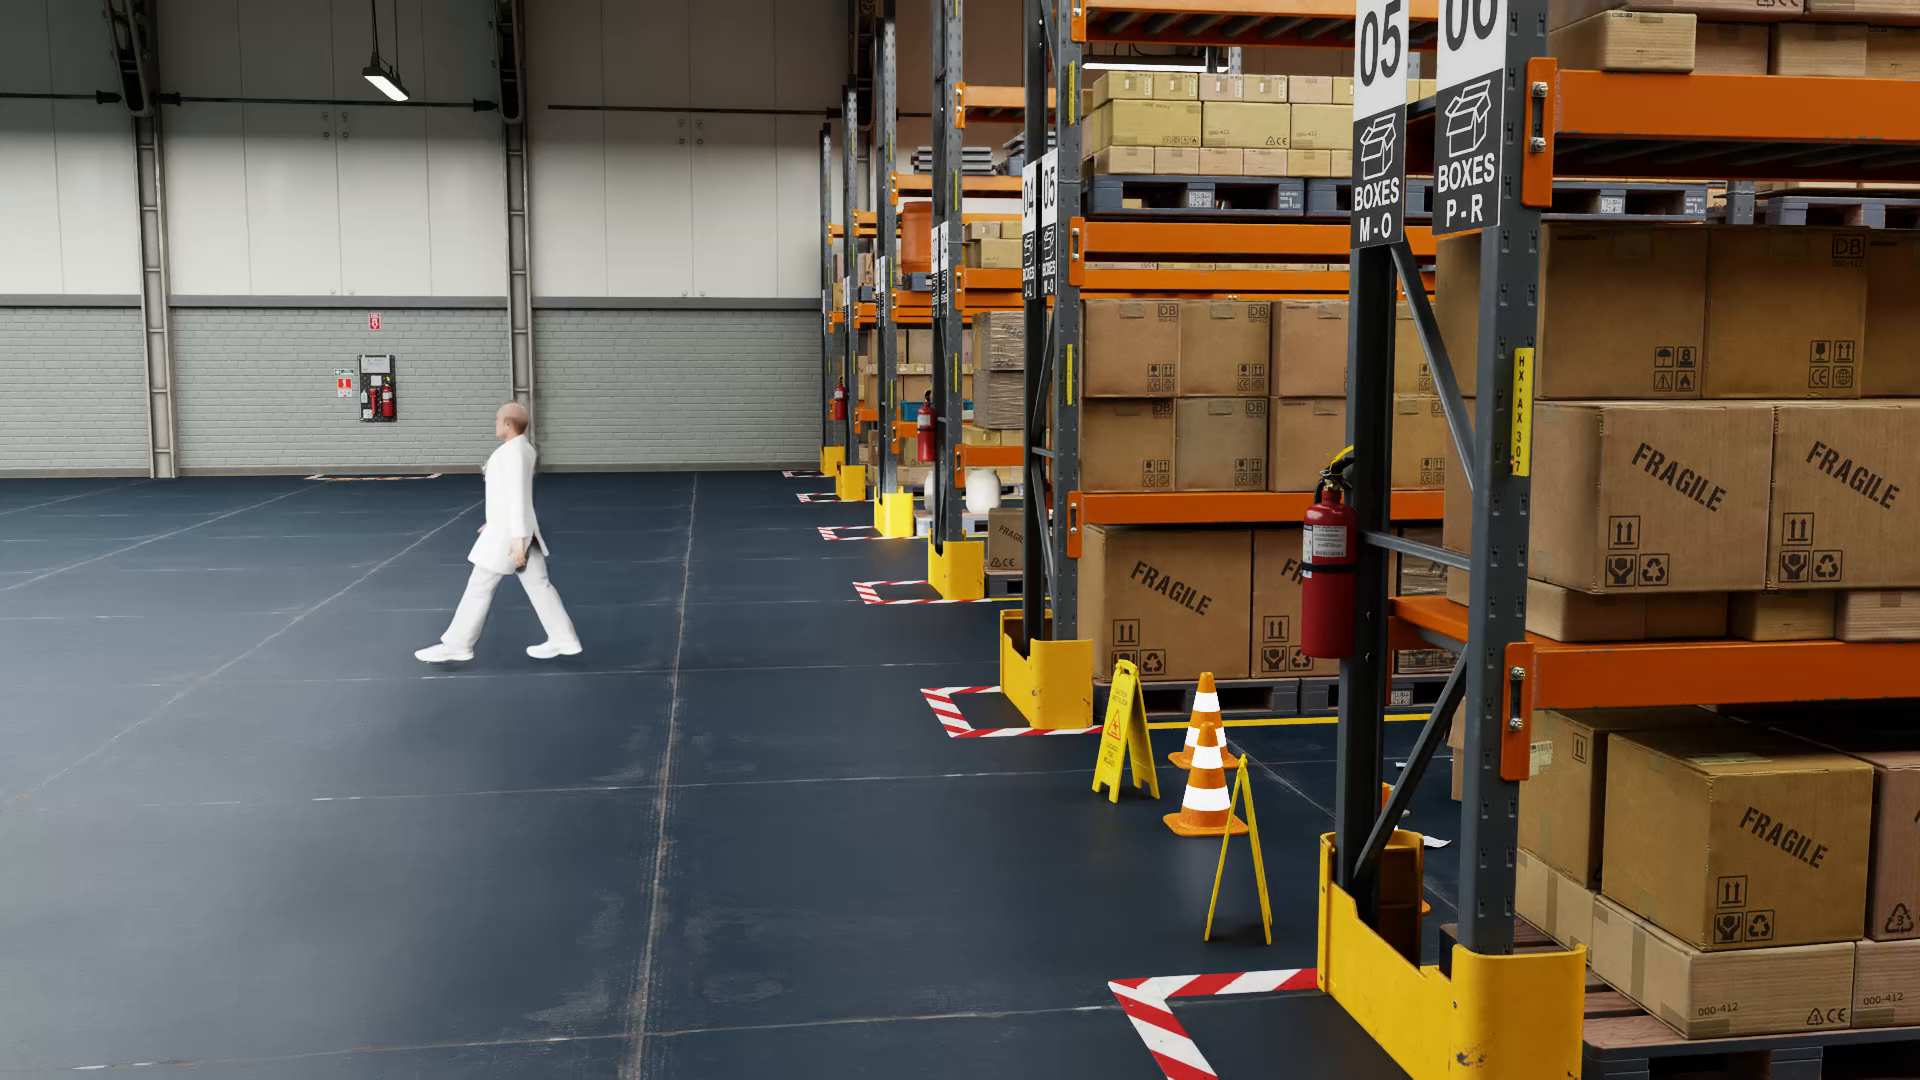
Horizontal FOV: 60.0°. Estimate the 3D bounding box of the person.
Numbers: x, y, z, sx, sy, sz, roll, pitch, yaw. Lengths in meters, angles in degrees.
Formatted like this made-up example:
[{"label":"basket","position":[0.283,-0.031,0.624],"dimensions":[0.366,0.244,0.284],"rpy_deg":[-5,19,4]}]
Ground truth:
[{"label":"person","position":[-3.098,-0.056,11.166],"dimensions":[1.071,1.723,0.622],"rpy_deg":[0,6,1]}]
